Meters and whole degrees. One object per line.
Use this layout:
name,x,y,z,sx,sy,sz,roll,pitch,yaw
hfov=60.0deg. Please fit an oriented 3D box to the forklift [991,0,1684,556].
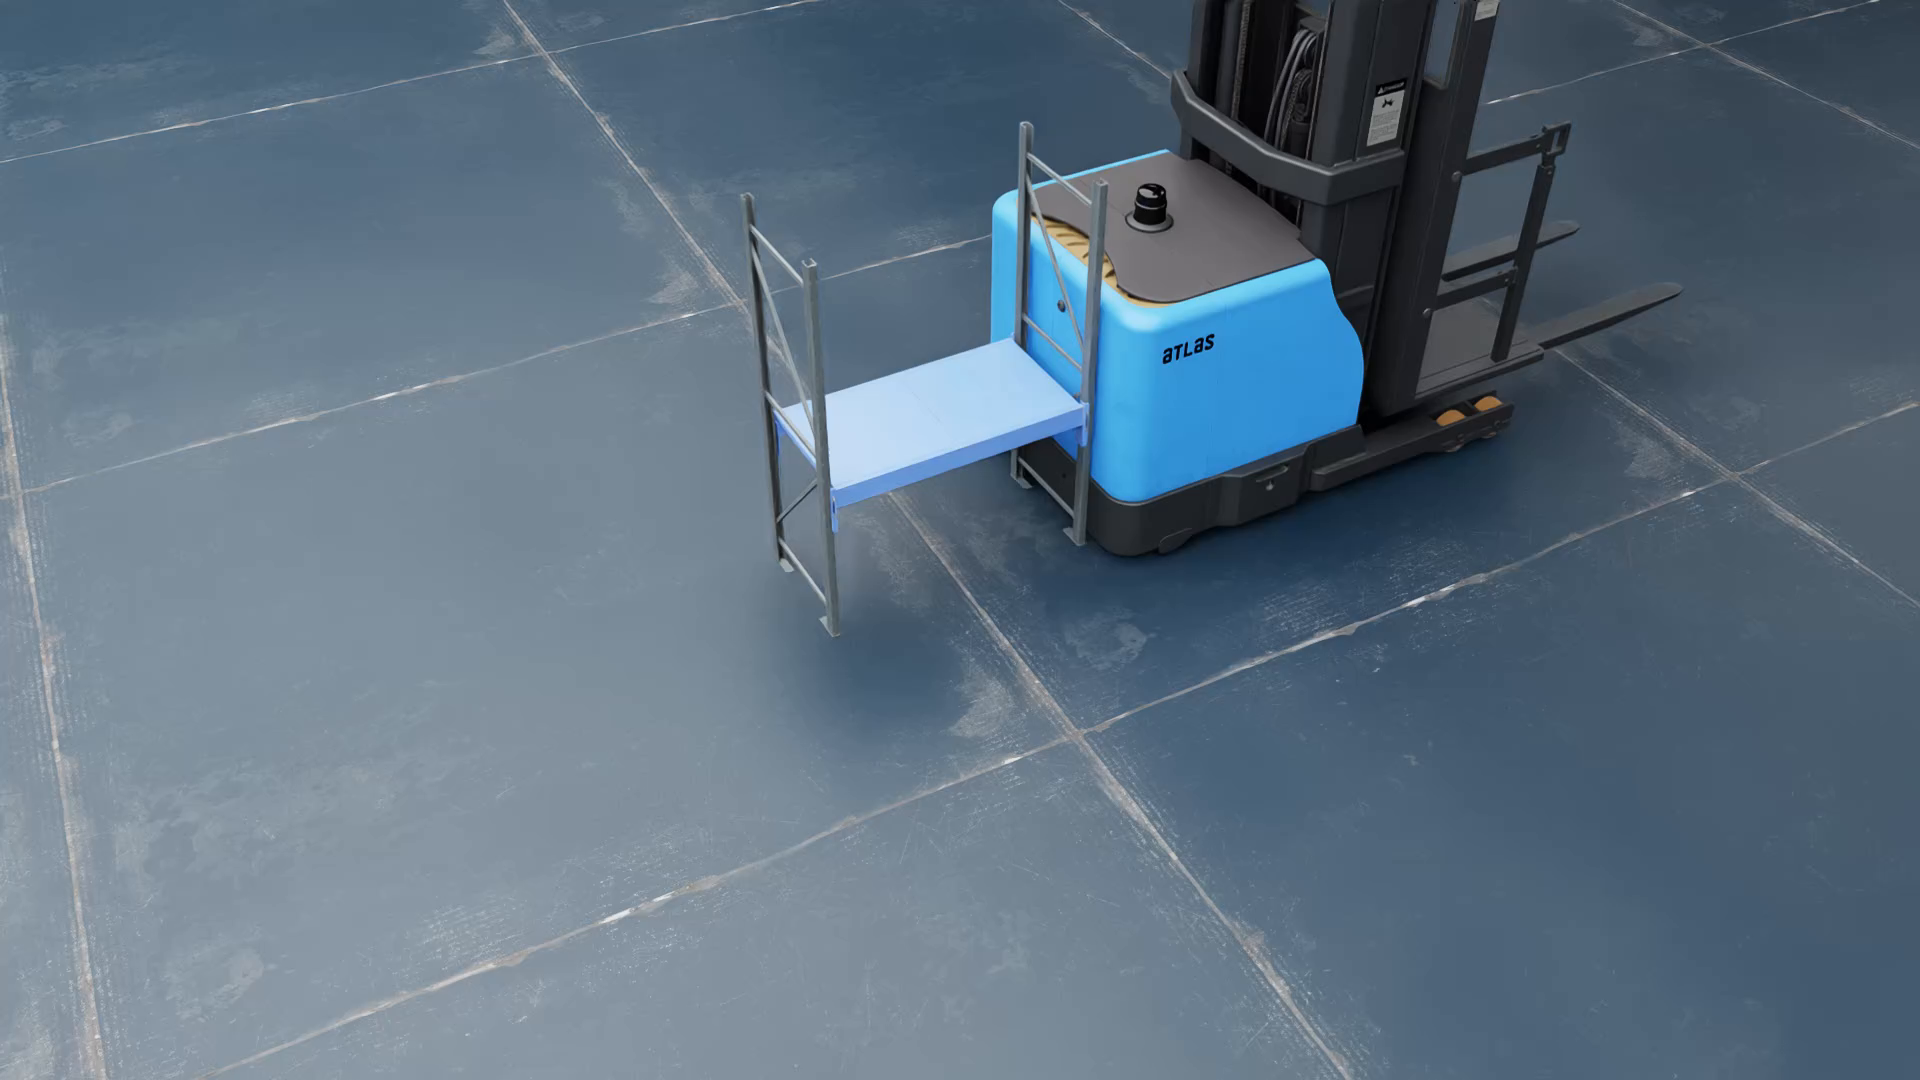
forklift,1.645,-1.751,6.050,3.031,2.935,1.130,-20,44,-22

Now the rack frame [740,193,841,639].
rack frame,-0.554,-0.371,5.528,0.032,1.500,0.500,-20,44,-22

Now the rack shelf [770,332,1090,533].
rack shelf,-0.110,-0.394,5.833,1.000,0.185,0.538,-20,44,-22

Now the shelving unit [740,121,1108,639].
shelving unit,-0.110,-0.531,5.717,1.048,1.500,0.538,-20,44,-22

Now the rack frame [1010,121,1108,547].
rack frame,0.334,-0.691,5.905,0.032,1.500,0.500,-20,44,-22
